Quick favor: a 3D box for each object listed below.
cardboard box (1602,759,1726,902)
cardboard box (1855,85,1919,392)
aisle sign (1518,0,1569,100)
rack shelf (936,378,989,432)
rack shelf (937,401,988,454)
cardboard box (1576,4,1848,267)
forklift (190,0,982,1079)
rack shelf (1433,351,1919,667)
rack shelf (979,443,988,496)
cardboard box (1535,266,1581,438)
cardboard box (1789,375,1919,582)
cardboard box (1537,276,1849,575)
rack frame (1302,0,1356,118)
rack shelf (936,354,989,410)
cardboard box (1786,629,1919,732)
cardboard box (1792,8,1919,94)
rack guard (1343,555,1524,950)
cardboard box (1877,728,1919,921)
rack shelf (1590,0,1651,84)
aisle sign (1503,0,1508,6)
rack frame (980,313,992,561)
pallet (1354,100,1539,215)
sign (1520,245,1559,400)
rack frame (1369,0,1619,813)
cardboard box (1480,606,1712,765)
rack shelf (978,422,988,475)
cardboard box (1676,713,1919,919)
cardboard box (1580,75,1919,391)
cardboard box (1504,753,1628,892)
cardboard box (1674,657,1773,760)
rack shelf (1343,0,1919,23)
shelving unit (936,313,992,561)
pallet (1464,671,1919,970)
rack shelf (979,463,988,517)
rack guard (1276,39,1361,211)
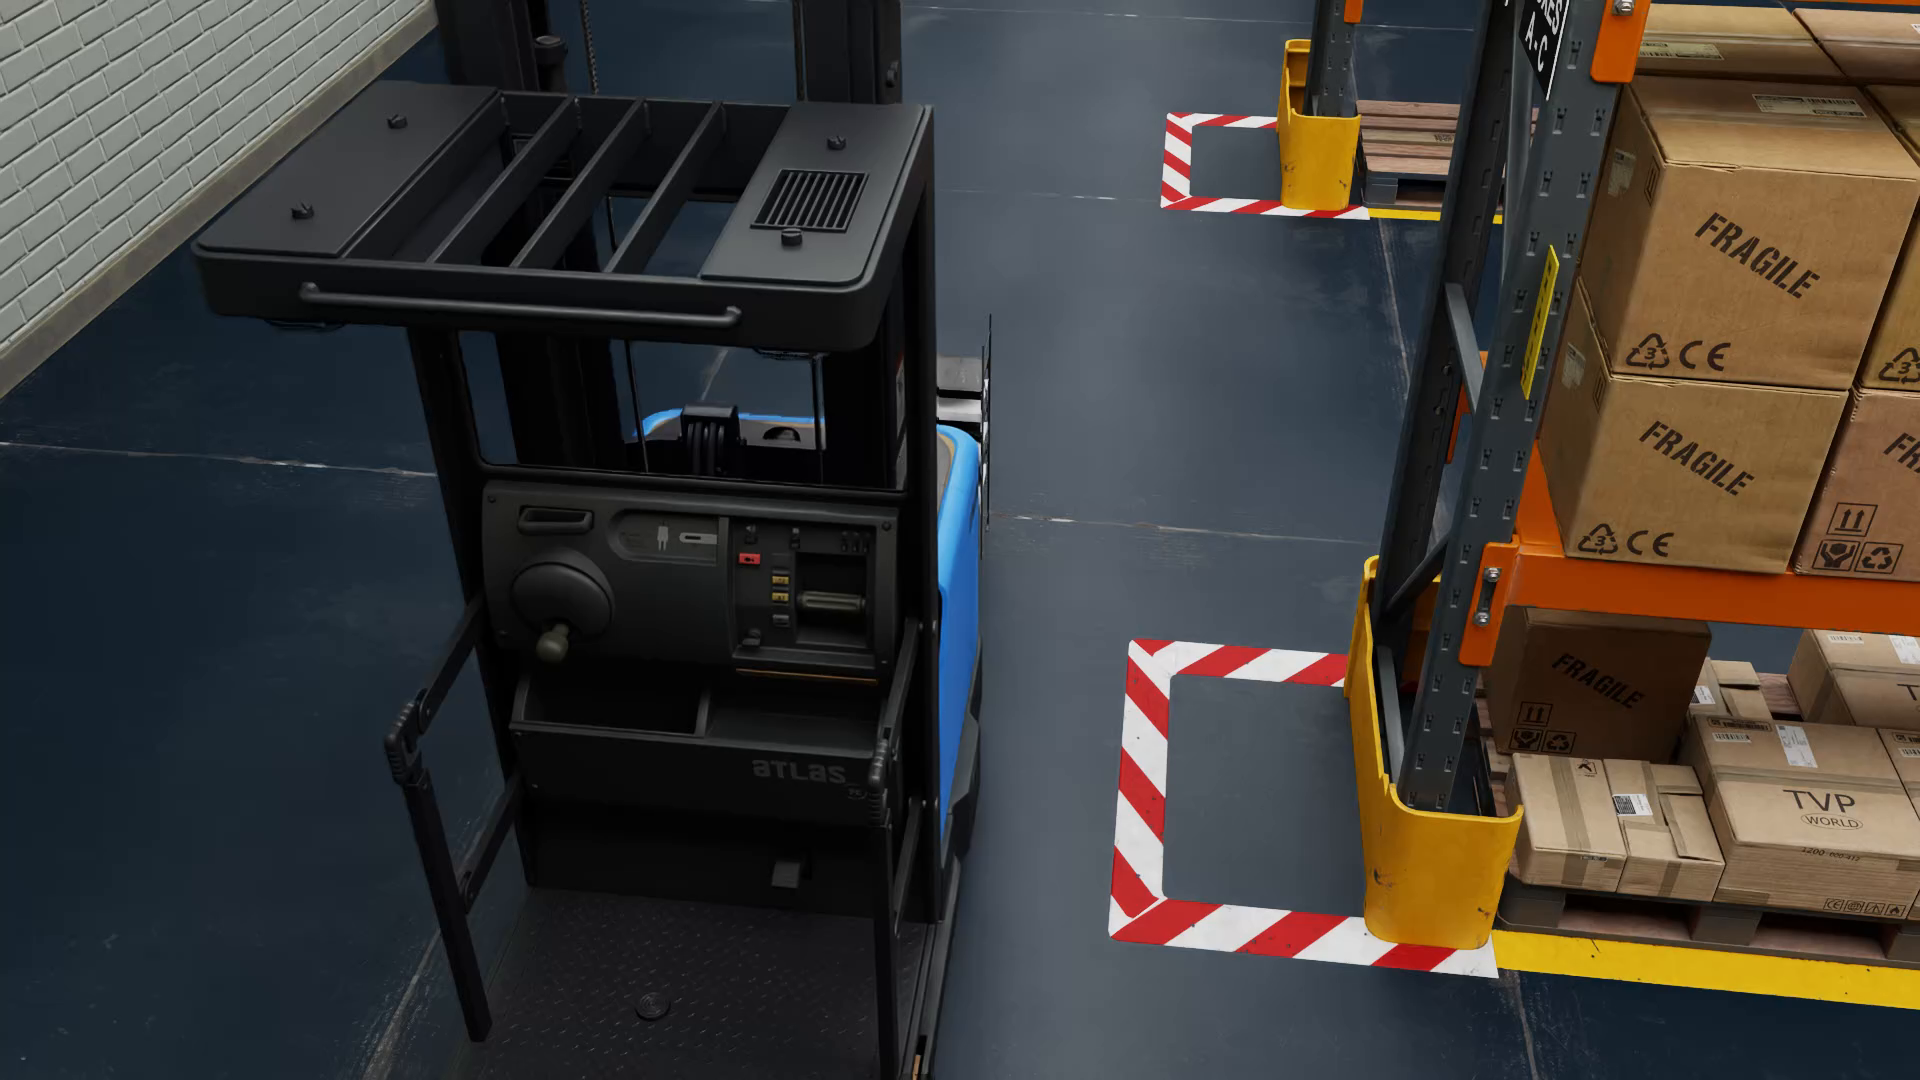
[{"bbox_3d":[1.932,0.796,4.613,0.250,0.166,0.380,4,36,6],"label":"cardboard box"},{"bbox_3d":[2.239,-0.655,3.639,0.500,0.500,0.500,5,36,6],"label":"cardboard box"},{"bbox_3d":[1.208,-1.320,3.280,0.004,0.787,0.394,4,36,6],"label":"aisle sign"},{"bbox_3d":[-0.008,-0.486,5.904,0.200,0.077,0.258,4,36,6],"label":"rack shelf"},{"bbox_3d":[-0.008,-0.413,5.957,0.200,0.077,0.258,4,36,6],"label":"rack shelf"},{"bbox_3d":[1.789,-0.999,4.121,0.500,0.500,0.500,4,36,6],"label":"cardboard box"},{"bbox_3d":[-0.623,0.161,3.501,1.130,2.935,3.031,4,36,6],"label":"forklift"},{"bbox_3d":[3.297,0.015,4.267,4.000,0.370,1.077,4,36,6],"label":"rack shelf"},{"bbox_3d":[-0.008,-0.267,6.061,0.200,0.077,0.258,4,36,6],"label":"rack shelf"},{"bbox_3d":[1.792,-0.591,4.409,0.500,0.500,0.500,5,36,7],"label":"cardboard box"},{"bbox_3d":[2.232,-0.247,3.928,0.500,0.500,0.500,4,36,5],"label":"cardboard box"},{"bbox_3d":[1.719,-0.282,3.977,0.500,0.500,0.500,5,36,7],"label":"cardboard box"},{"bbox_3d":[1.947,-3.280,8.264,0.127,3.000,1.000,4,36,6],"label":"rack frame"},{"bbox_3d":[-0.008,-0.560,5.852,0.200,0.077,0.258,4,36,6],"label":"rack shelf"},{"bbox_3d":[2.822,0.500,4.956,0.500,0.250,0.500,4,36,6],"label":"cardboard box"},{"bbox_3d":[2.291,-0.962,4.070,0.500,0.500,0.500,5,36,7],"label":"cardboard box"},{"bbox_3d":[1.388,0.597,4.983,0.348,0.500,1.175,4,36,6],"label":"rack guard"},{"bbox_3d":[2.808,0.792,4.547,0.500,0.250,0.500,4,36,6],"label":"cardboard box"},{"bbox_3d":[3.297,-1.206,3.395,4.000,0.370,1.077,4,36,6],"label":"rack shelf"},{"bbox_3d":[1.284,-1.666,3.764,0.004,0.787,0.394,4,36,6],"label":"aisle sign"},{"bbox_3d":[0.093,-0.359,5.979,0.006,0.900,0.240,4,36,6],"label":"rack frame"},{"bbox_3d":[2.761,-2.062,8.957,1.213,0.211,1.003,4,36,6],"label":"pallet"},{"bbox_3d":[1.244,-0.466,3.575,0.005,0.325,0.100,4,36,6],"label":"sign"},{"bbox_3d":[1.313,-0.426,4.265,0.127,3.000,1.000,4,36,6],"label":"rack frame"},{"bbox_3d":[1.884,0.311,5.006,0.500,0.500,0.500,4,36,6],"label":"cardboard box"},{"bbox_3d":[-0.008,-0.340,6.009,0.200,0.077,0.258,4,36,6],"label":"rack shelf"},{"bbox_3d":[2.312,0.755,4.599,0.500,0.250,0.500,4,36,6],"label":"cardboard box"},{"bbox_3d":[1.719,-0.689,3.687,0.500,0.500,0.500,5,36,7],"label":"cardboard box"},{"bbox_3d":[1.684,0.784,4.644,0.250,0.149,0.380,4,36,6],"label":"cardboard box"},{"bbox_3d":[2.274,0.528,4.988,0.250,0.166,0.380,4,36,6],"label":"cardboard box"},{"bbox_3d":[3.931,-2.839,8.265,4.000,0.370,1.077,4,36,6],"label":"rack shelf"},{"bbox_3d":[-0.008,-0.367,5.989,0.210,0.900,0.258,4,36,6],"label":"shelving unit"},{"bbox_3d":[2.179,0.773,4.985,1.213,0.211,1.003,4,36,6],"label":"pallet"},{"bbox_3d":[-0.008,-0.193,6.113,0.200,0.077,0.258,4,36,6],"label":"rack shelf"},{"bbox_3d":[1.922,-2.257,8.982,0.348,0.500,1.175,4,36,6],"label":"rack guard"}]
